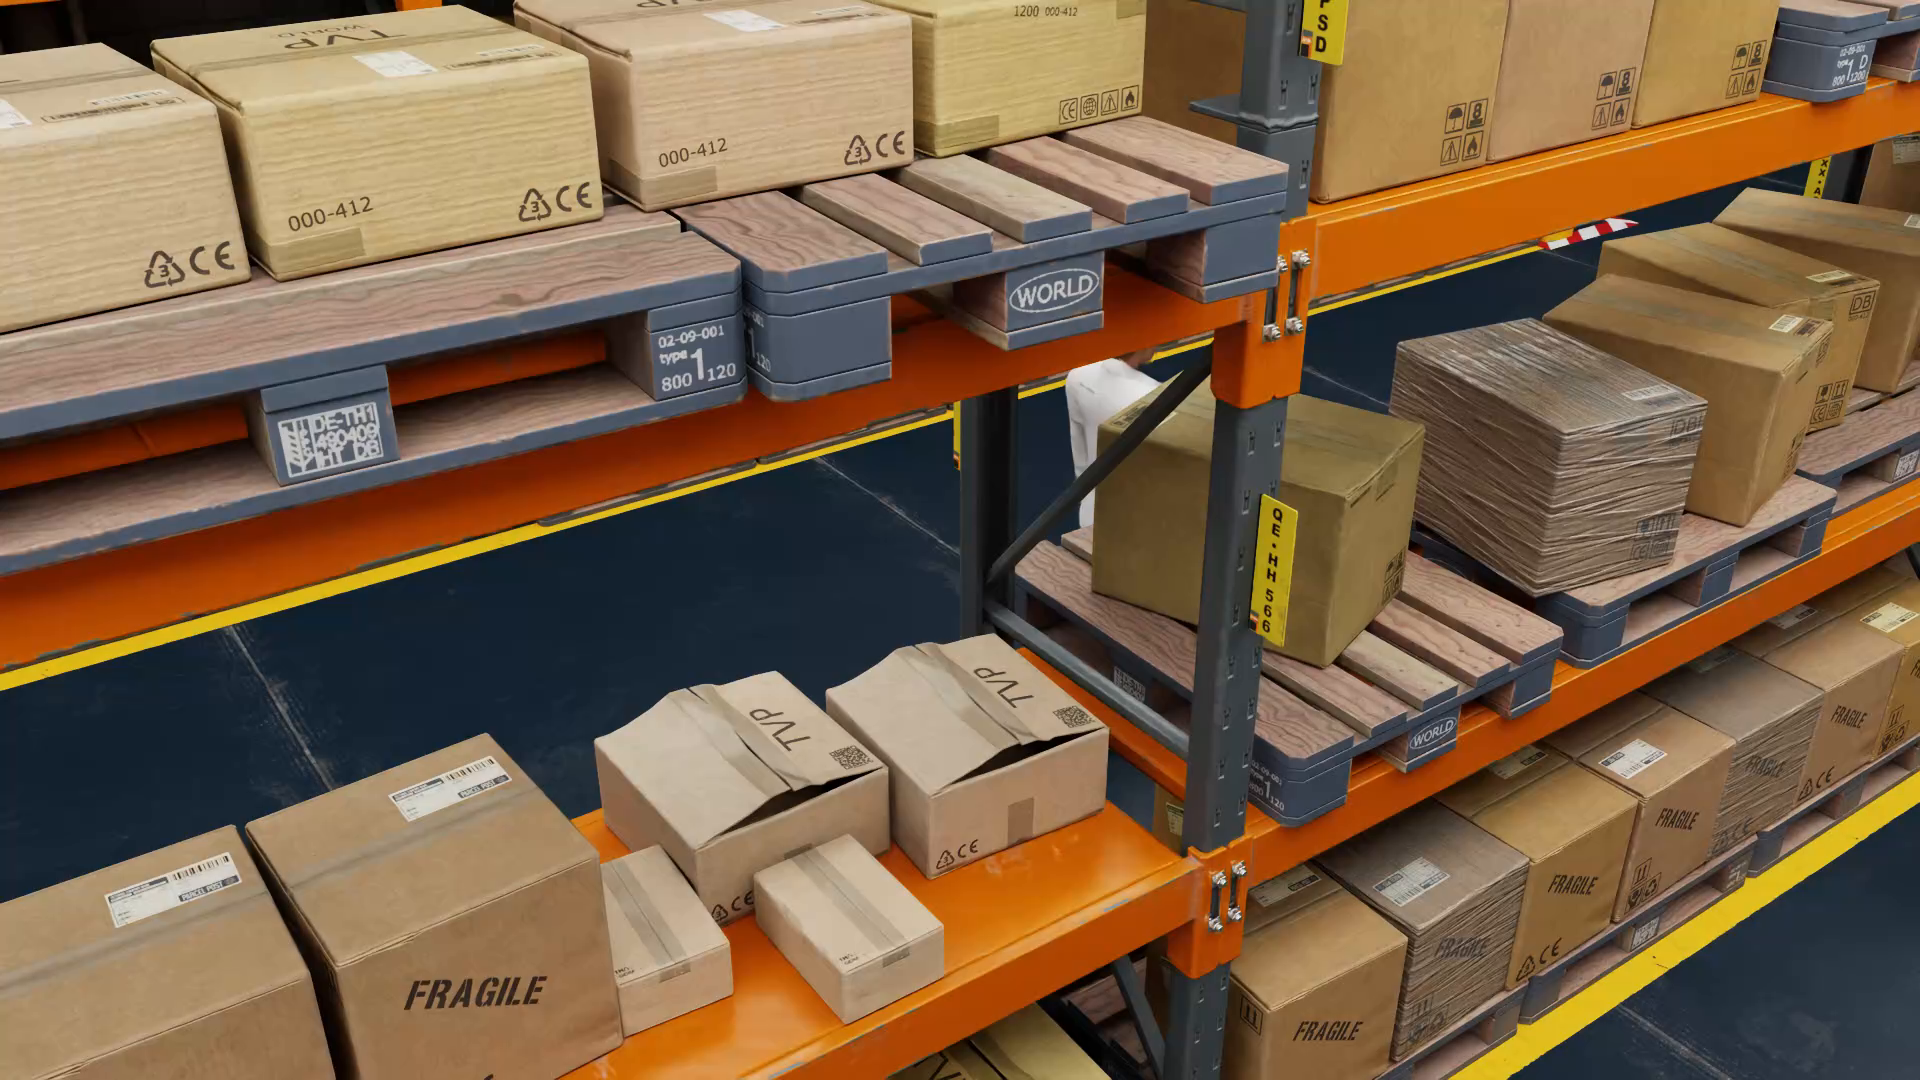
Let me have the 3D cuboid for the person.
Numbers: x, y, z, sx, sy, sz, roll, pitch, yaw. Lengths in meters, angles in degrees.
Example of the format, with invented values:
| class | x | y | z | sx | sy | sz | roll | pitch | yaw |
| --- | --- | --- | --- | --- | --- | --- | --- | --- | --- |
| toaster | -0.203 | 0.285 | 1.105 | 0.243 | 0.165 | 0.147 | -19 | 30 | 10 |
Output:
| class | x | y | z | sx | sy | sz | roll | pitch | yaw |
| --- | --- | --- | --- | --- | --- | --- | --- | --- | --- |
| person | 0.633 | -0.067 | 6.272 | 0.385 | 1.774 | 0.562 | -18 | 33 | -30 |
